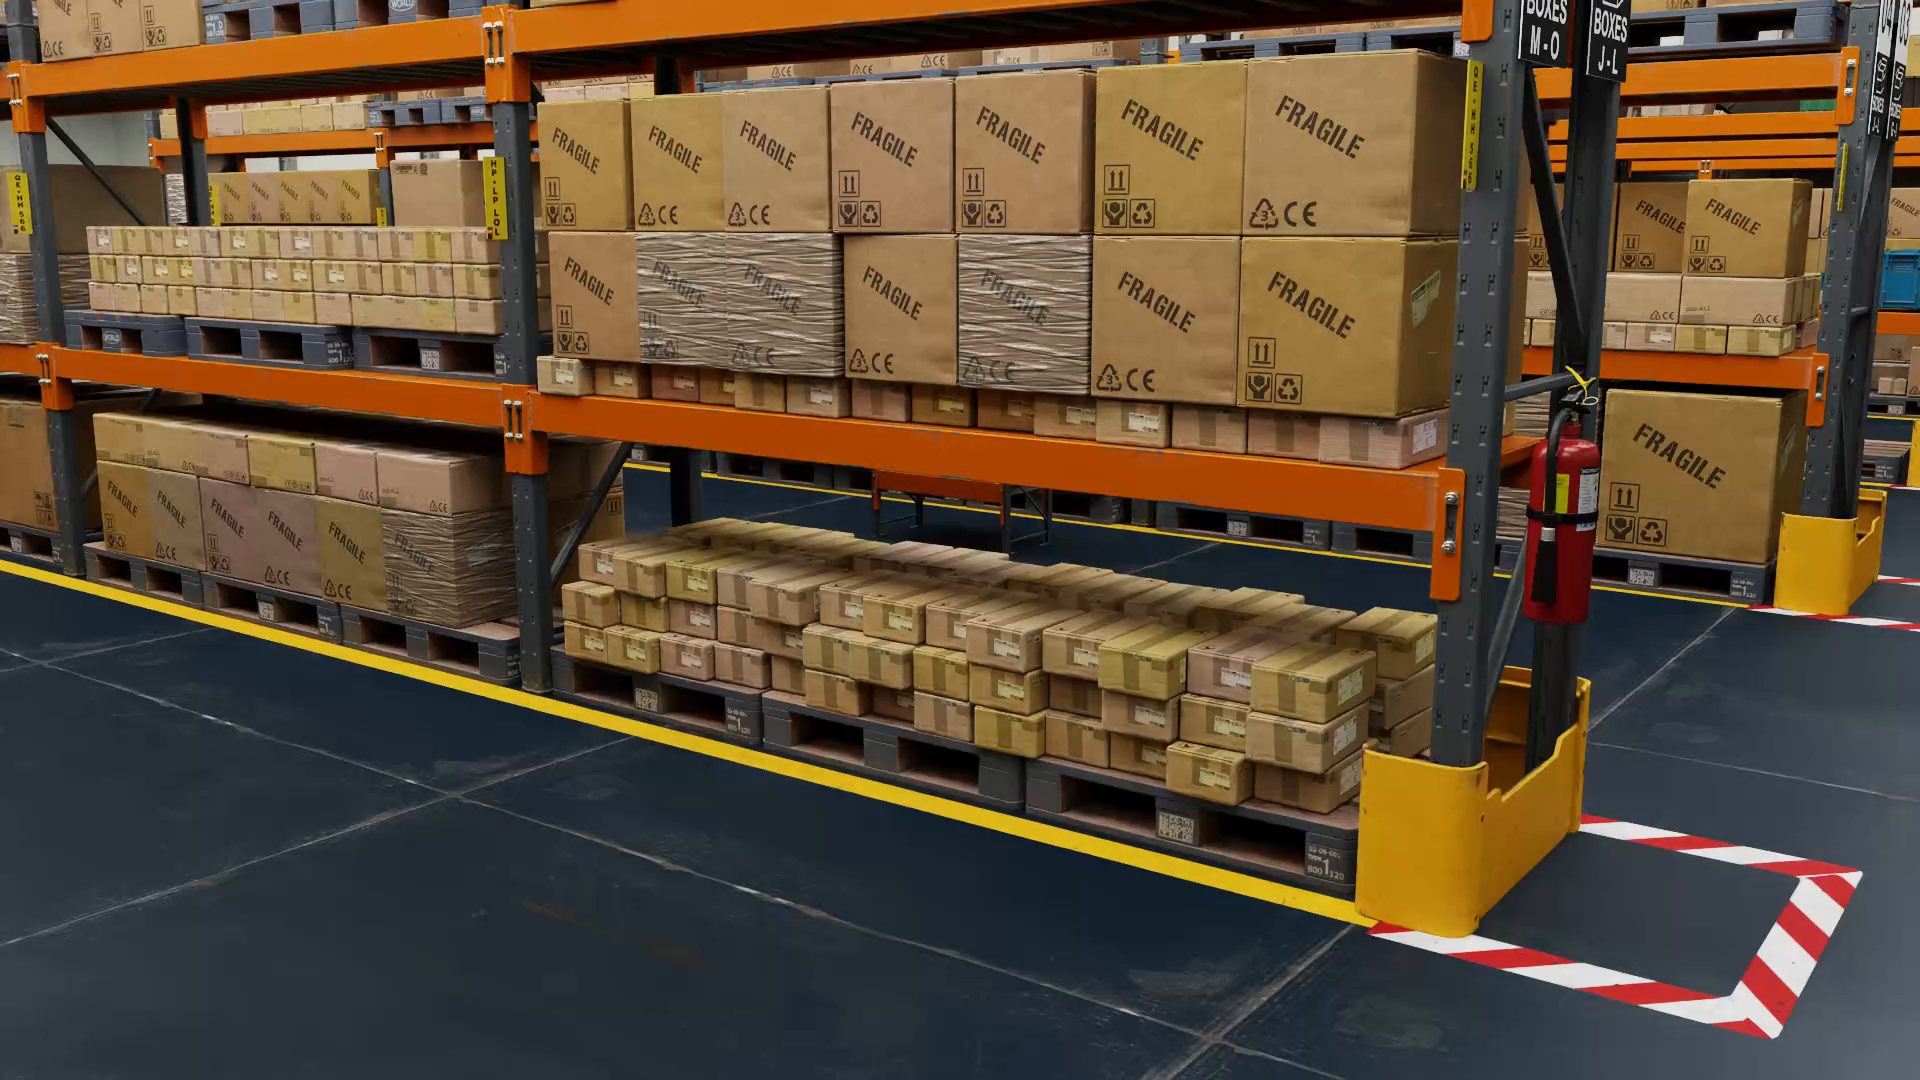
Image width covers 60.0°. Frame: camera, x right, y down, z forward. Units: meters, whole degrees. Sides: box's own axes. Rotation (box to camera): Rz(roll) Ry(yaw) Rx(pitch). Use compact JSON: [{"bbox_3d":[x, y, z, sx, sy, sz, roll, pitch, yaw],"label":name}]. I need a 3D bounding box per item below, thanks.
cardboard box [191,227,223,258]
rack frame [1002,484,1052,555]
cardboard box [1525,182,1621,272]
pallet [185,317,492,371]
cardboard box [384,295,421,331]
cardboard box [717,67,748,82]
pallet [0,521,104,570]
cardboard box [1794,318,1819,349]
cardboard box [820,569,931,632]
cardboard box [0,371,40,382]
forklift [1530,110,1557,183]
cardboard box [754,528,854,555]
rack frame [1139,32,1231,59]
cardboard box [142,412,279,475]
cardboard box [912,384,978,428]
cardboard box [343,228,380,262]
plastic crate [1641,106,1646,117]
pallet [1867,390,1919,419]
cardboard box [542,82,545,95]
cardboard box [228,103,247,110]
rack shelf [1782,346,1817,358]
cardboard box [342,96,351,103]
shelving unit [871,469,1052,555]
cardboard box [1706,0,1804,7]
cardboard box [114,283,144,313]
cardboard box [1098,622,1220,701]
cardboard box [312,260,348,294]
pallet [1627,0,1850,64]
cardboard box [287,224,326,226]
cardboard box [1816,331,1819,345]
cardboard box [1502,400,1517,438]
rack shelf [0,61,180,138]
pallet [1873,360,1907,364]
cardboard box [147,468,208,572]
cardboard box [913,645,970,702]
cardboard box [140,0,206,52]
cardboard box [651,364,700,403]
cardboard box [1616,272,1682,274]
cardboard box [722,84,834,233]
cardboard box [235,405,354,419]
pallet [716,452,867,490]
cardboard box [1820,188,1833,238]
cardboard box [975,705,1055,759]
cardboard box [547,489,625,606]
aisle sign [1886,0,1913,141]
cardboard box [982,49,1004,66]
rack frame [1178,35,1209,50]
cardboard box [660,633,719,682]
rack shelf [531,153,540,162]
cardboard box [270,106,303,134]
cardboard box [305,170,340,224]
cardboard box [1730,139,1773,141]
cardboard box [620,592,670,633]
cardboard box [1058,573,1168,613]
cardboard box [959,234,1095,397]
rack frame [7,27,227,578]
[{"bbox_3d":[-3.662,-1.515,8.455,0.250,0.149,0.380,9,14,38],"label":"cardboard box"},{"bbox_3d":[0.415,-0.494,10.124,0.032,1.125,0.500,8,13,36],"label":"rack frame"},{"bbox_3d":[3.648,-1.838,9.771,0.500,0.500,0.500,7,13,34],"label":"cardboard box"},{"bbox_3d":[-3.146,-1.030,8.460,1.213,0.211,1.003,8,13,36],"label":"pallet"},{"bbox_3d":[-2.388,-1.045,7.590,0.250,0.149,0.380,8,13,35],"label":"cardboard box"},{"bbox_3d":[-1.975,-3.948,13.561,0.500,0.500,0.500,8,14,36],"label":"cardboard box"},{"bbox_3d":[-5.357,-0.071,10.343,1.213,0.211,1.003,8,13,36],"label":"pallet"},{"bbox_3d":[4.609,-1.156,9.268,0.250,0.149,0.380,8,14,36],"label":"cardboard box"},{"bbox_3d":[-0.318,0.227,6.292,0.250,0.149,0.380,7,13,33],"label":"cardboard box"},{"bbox_3d":[-6.661,-0.727,11.205,0.750,0.750,1.050,8,13,36],"label":"cardboard box"},{"bbox_3d":[3.463,-1.859,12.420,1.130,2.935,3.031,-11,15,-44],"label":"forklift"},{"bbox_3d":[-0.667,0.061,7.153,0.250,0.149,0.380,8,13,35],"label":"cardboard box"},{"bbox_3d":[1.476,-4.584,10.532,0.127,3.000,1.000,8,13,36],"label":"rack frame"},{"bbox_3d":[-3.945,-0.516,8.799,0.500,0.250,0.500,8,13,35],"label":"cardboard box"},{"bbox_3d":[0.043,-0.496,5.860,0.250,0.149,0.380,8,14,37],"label":"cardboard box"},{"bbox_3d":[-2.617,-1.370,7.701,0.250,0.149,0.380,8,13,35],"label":"cardboard box"},{"bbox_3d":[6.028,-3.658,13.955,0.530,0.282,0.437,8,13,36],"label":"plastic crate"},{"bbox_3d":[9.862,-1.434,17.386,1.213,0.211,1.003,8,13,36],"label":"pallet"},{"bbox_3d":[-3.402,-3.907,14.438,0.250,0.166,0.380,7,13,34],"label":"cardboard box"},{"bbox_3d":[-7.083,-4.365,16.641,0.250,0.149,0.380,7,13,33],"label":"cardboard box"},{"bbox_3d":[3.088,-1.156,9.989,3.809,0.124,0.919,8,13,36],"label":"rack shelf"},{"bbox_3d":[-5.567,-4.169,15.630,0.250,0.149,0.380,8,14,36],"label":"cardboard box"},{"bbox_3d":[0.005,-0.552,10.419,1.048,1.125,0.538,8,13,36],"label":"shelving unit"},{"bbox_3d":[4.249,-3.016,8.693,0.500,0.500,0.700,7,13,32],"label":"cardboard box"},{"bbox_3d":[-4.308,-1.312,8.968,0.250,0.149,0.380,9,14,38],"label":"cardboard box"},{"bbox_3d":[0.653,0.393,5.434,0.250,0.149,0.380,8,13,34],"label":"cardboard box"},{"bbox_3d":[-2.823,-1.251,7.872,0.250,0.149,0.380,7,13,33],"label":"cardboard box"},{"bbox_3d":[4.095,-2.700,8.923,1.213,0.211,1.003,8,13,36],"label":"pallet"},{"bbox_3d":[-6.143,-2.895,16.553,0.500,0.500,0.875,8,13,36],"label":"cardboard box"},{"bbox_3d":[11.629,-2.678,21.948,0.500,0.500,0.700,8,14,37],"label":"cardboard box"},{"bbox_3d":[1.615,-0.404,5.382,0.250,0.149,0.380,8,13,35],"label":"cardboard box"},{"bbox_3d":[-6.378,-2.685,10.506,4.000,0.370,1.077,8,13,36],"label":"rack shelf"},{"bbox_3d":[11.825,-2.310,21.913,1.213,0.211,1.003,8,13,36],"label":"pallet"},{"bbox_3d":[-3.939,-0.145,8.855,0.500,0.500,0.500,8,14,36],"label":"cardboard box"},{"bbox_3d":[0.047,0.445,5.949,0.250,0.149,0.380,9,14,38],"label":"cardboard box"},{"bbox_3d":[-3.650,-2.646,8.152,0.500,0.500,0.500,8,13,36],"label":"cardboard box"},{"bbox_3d":[-1.009,-0.646,6.631,0.250,0.149,0.380,7,13,33],"label":"cardboard box"},{"bbox_3d":[4.050,-1.414,9.553,0.500,0.250,0.500,8,13,35],"label":"cardboard box"},{"bbox_3d":[-0.508,-1.371,6.041,0.500,0.500,0.500,8,14,36],"label":"cardboard box"},{"bbox_3d":[-3.646,-0.595,9.211,0.500,0.250,0.500,8,14,36],"label":"cardboard box"},{"bbox_3d":[-1.158,-0.619,13.173,1.213,0.211,1.003,8,13,36],"label":"pallet"},{"bbox_3d":[9.216,-3.367,17.141,0.500,0.500,0.500,8,14,37],"label":"cardboard box"},{"bbox_3d":[0.256,0.624,5.805,0.250,0.149,0.380,7,13,33],"label":"cardboard box"},{"bbox_3d":[-1.980,0.007,8.072,0.500,0.500,0.500,9,14,38],"label":"cardboard box"},{"bbox_3d":[4.935,-2.503,8.726,0.004,0.787,0.394,8,13,36],"label":"aisle sign"},{"bbox_3d":[0.364,-3.384,11.785,0.250,0.149,0.380,7,13,33],"label":"cardboard box"},{"bbox_3d":[3.823,-7.758,26.940,0.127,3.000,1.000,8,13,36],"label":"rack frame"},{"bbox_3d":[-0.993,0.443,6.742,0.250,0.149,0.380,8,13,35],"label":"cardboard box"},{"bbox_3d":[-3.653,-4.640,20.616,4.000,0.370,1.077,8,13,36],"label":"rack shelf"},{"bbox_3d":[-6.323,-4.065,16.142,0.500,0.250,0.500,8,13,35],"label":"cardboard box"},{"bbox_3d":[-5.902,-3.288,15.951,0.500,0.500,0.500,8,13,36],"label":"cardboard box"},{"bbox_3d":[8.390,-4.348,17.604,0.500,0.250,0.500,8,13,36],"label":"cardboard box"},{"bbox_3d":[-1.182,0.261,6.898,0.250,0.149,0.380,8,14,36],"label":"cardboard box"},{"bbox_3d":[0.574,0.241,6.219,0.250,0.149,0.380,9,14,38],"label":"cardboard box"},{"bbox_3d":[0.341,-0.761,5.521,0.500,0.500,0.500,8,14,36],"label":"cardboard box"},{"bbox_3d":[-4.766,-1.340,9.560,0.127,3.000,1.000,8,13,36],"label":"rack frame"}]
